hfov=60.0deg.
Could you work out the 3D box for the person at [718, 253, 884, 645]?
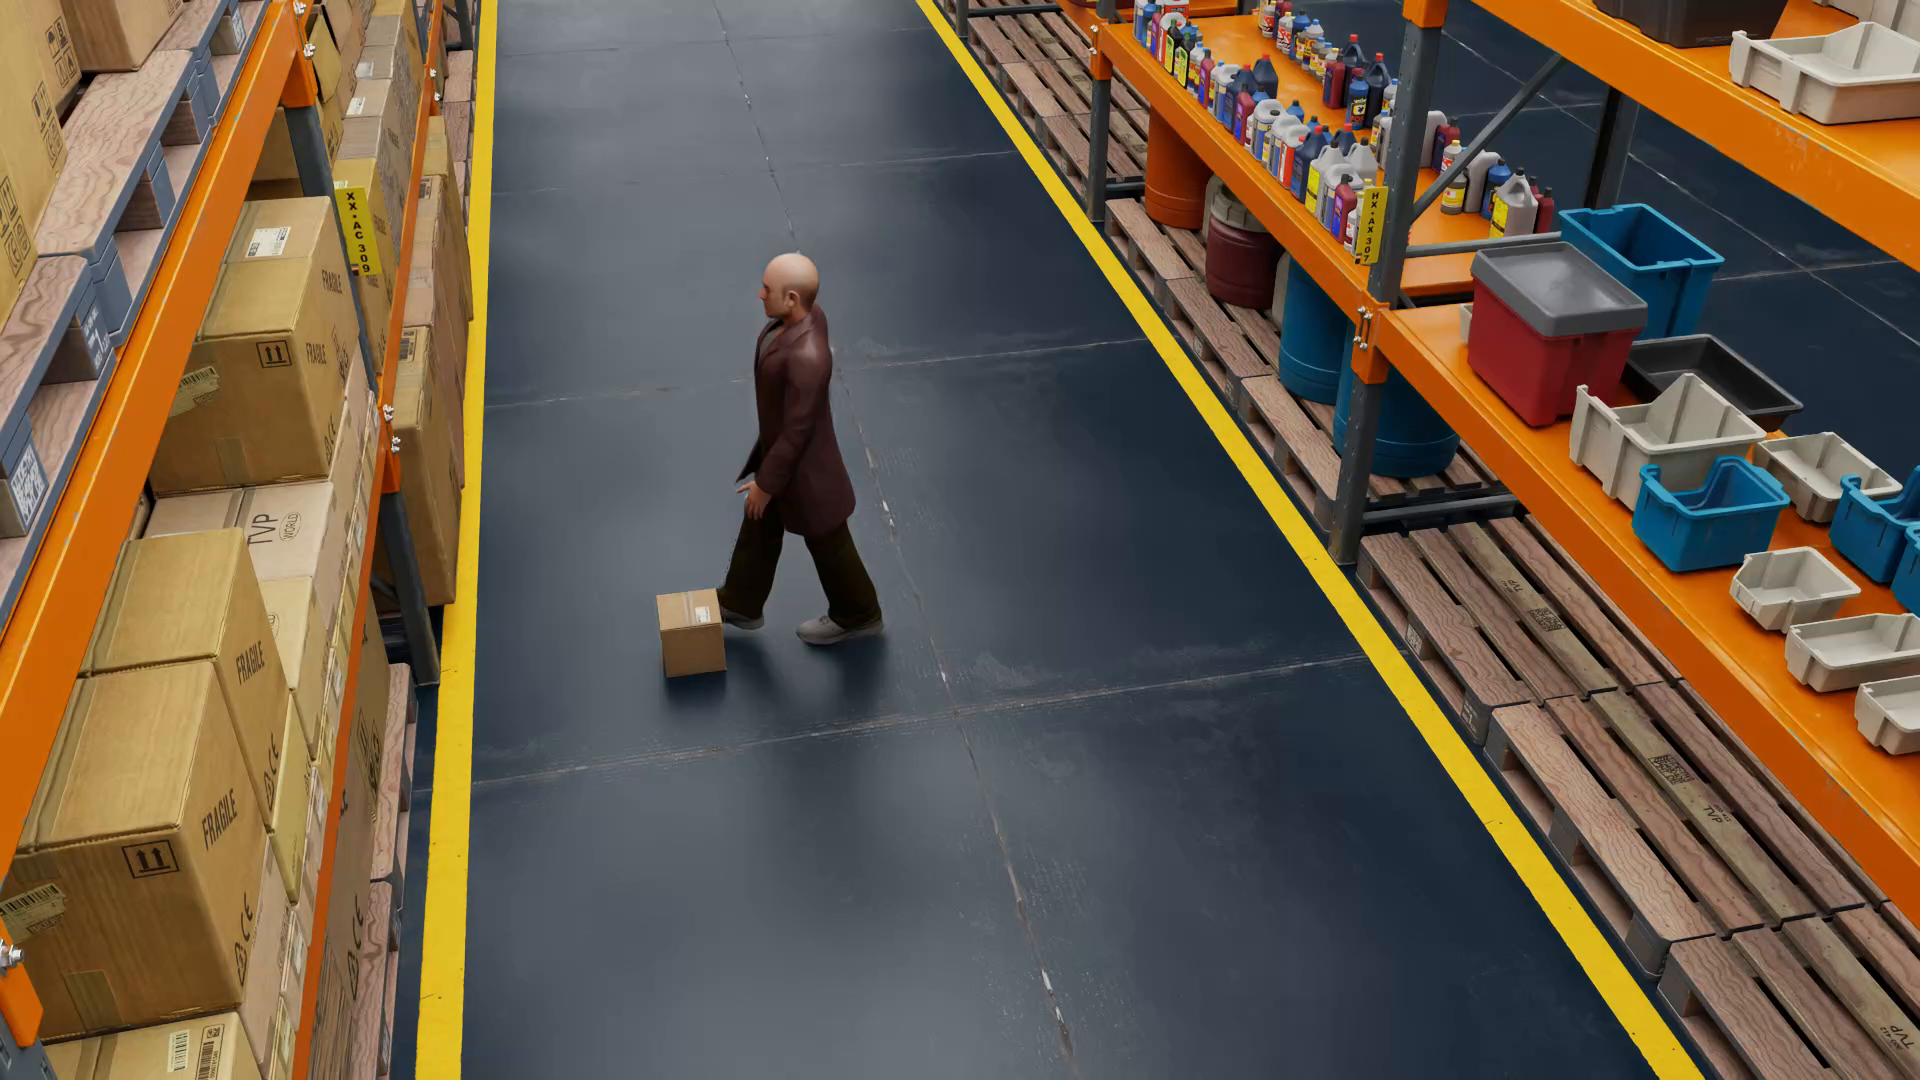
[{"bbox_3d":[-0.748,-0.302,6.580,0.858,1.764,0.597,-7,35,-11],"label":"person"}]
